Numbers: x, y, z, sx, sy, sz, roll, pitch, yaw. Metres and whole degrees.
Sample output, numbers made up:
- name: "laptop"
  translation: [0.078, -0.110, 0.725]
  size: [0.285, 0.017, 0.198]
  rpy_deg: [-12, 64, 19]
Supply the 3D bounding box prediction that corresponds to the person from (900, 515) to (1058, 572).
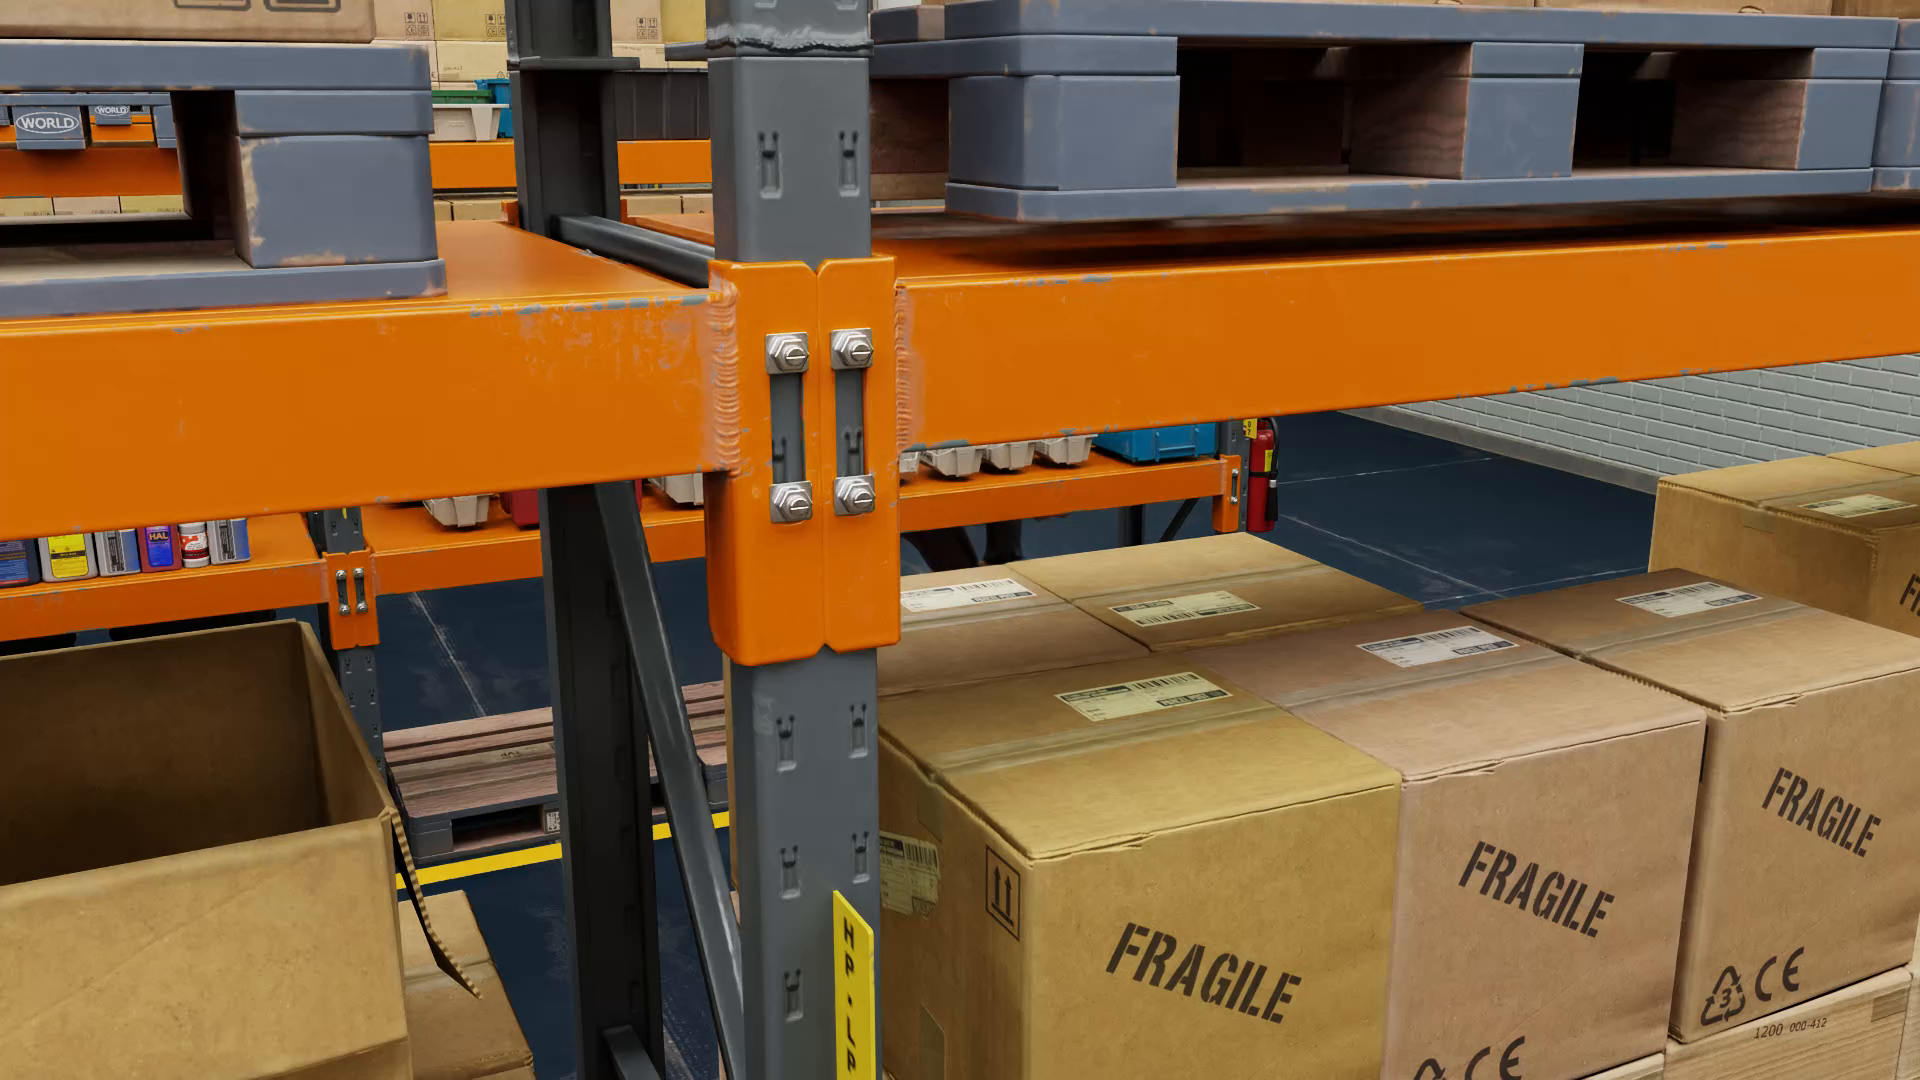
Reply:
- name: "person"
  translation: [0.105, 0.078, 8.271]
  size: [0.960, 1.097, 0.473]
  rpy_deg: [1, 15, 4]
